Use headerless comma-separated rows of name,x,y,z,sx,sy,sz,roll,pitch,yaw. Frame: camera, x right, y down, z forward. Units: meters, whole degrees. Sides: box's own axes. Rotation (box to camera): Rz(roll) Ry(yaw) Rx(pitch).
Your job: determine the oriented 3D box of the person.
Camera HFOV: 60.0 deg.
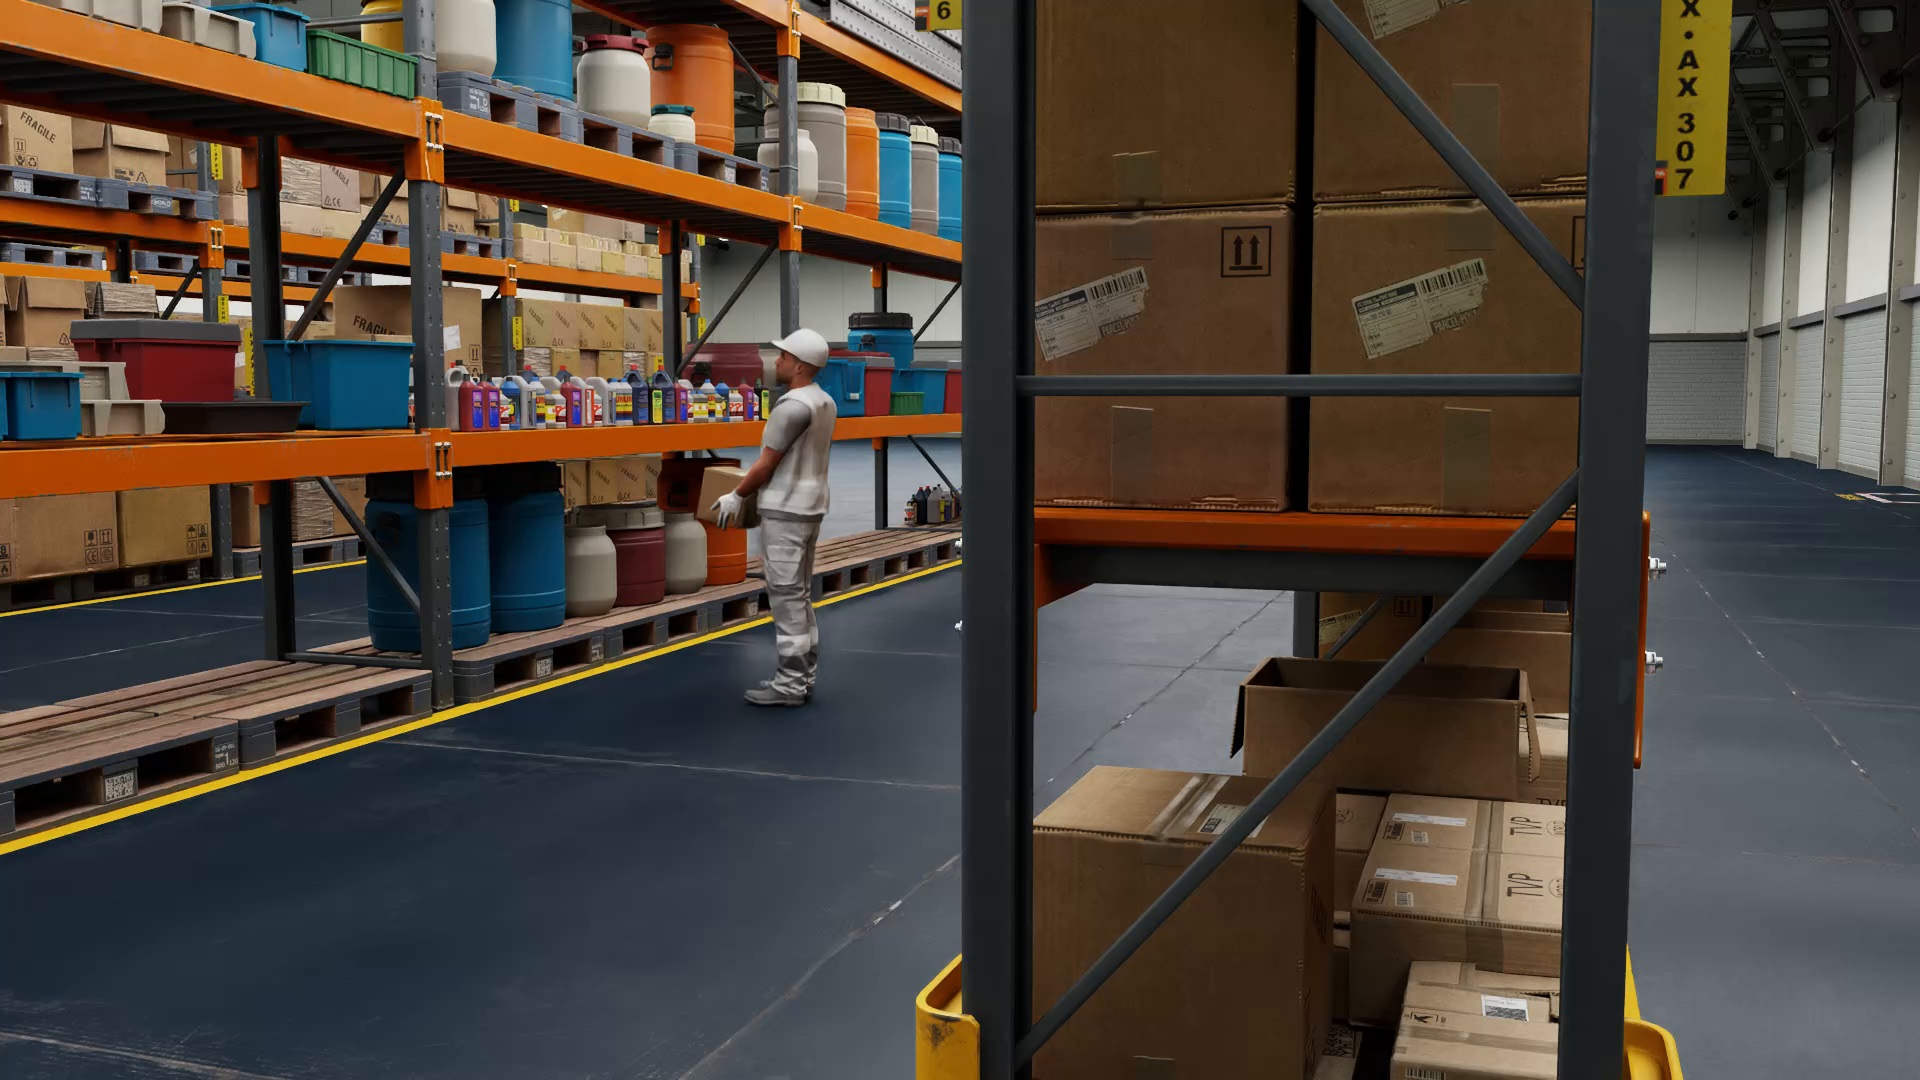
person,-0.881,-0.105,7.948,0.546,1.793,0.527,1,5,13
